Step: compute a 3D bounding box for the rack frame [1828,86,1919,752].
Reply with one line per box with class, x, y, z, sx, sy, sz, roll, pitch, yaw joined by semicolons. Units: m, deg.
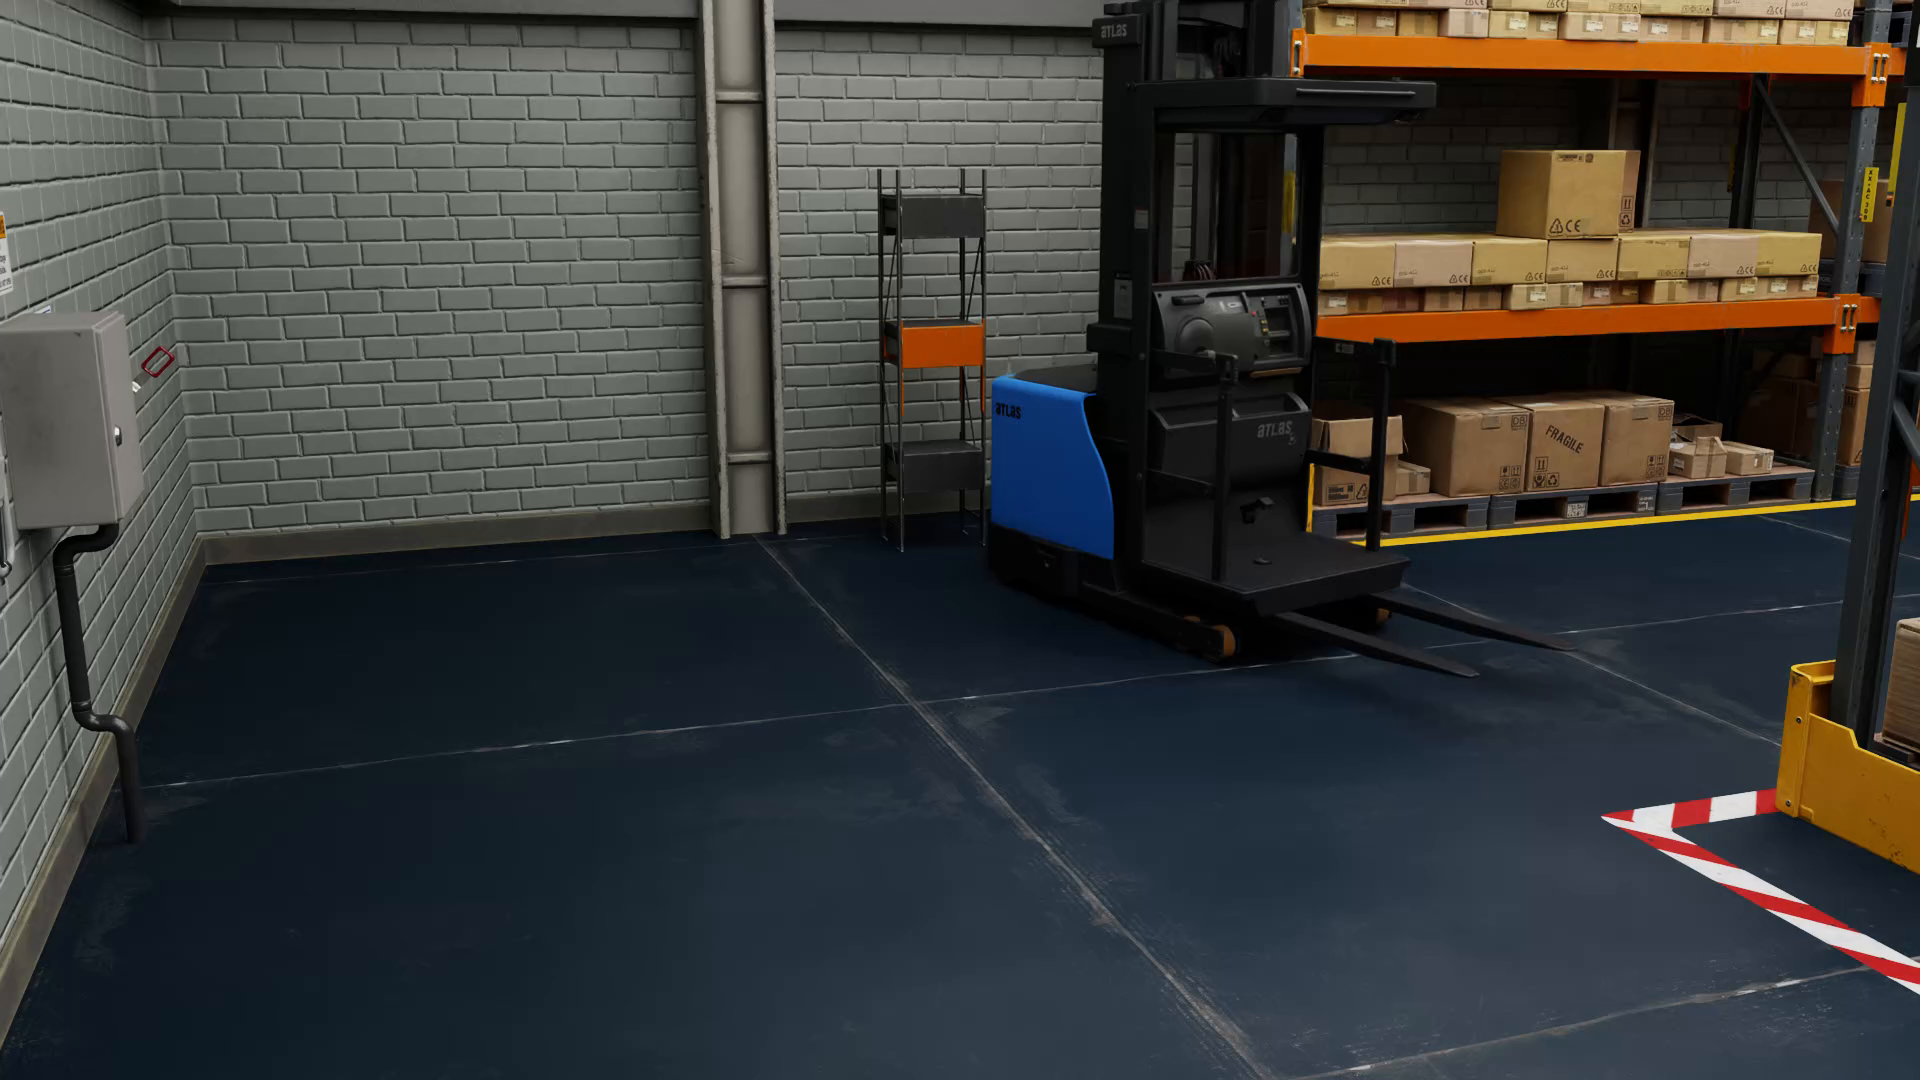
rack frame;3.175;-0.427;4.958;0.127;3.000;1.000;-4;14;-18

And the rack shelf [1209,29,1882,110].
rack shelf;3.484;-2.773;9.890;4.000;0.370;1.077;-4;14;-18

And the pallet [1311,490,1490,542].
pallet;2.415;-0.224;10.128;1.213;0.211;1.003;-4;14;-18

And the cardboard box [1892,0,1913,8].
cardboard box;5.789;-3.336;10.122;0.250;0.149;0.380;-4;14;-17

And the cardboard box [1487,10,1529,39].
cardboard box;2.968;-2.882;9.340;0.250;0.149;0.380;-4;14;-18

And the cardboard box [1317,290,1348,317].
cardboard box;1.987;-1.358;9.412;0.250;0.149;0.380;-5;14;-18

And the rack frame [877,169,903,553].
rack frame;-0.388;-0.991;9.273;0.015;2.100;0.400;-4;14;-18

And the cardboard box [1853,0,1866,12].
cardboard box;5.644;-3.439;10.554;0.250;0.149;0.380;-4;14;-18

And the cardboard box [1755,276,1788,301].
cardboard box;4.918;-1.586;10.371;0.250;0.149;0.380;-4;14;-17

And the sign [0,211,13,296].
sign;-2.872;-0.852;4.958;0.001;0.242;0.339;-4;14;-18

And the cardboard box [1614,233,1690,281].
cardboard box;4.027;-1.718;10.063;0.500;0.250;0.500;-5;14;-18

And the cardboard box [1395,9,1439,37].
cardboard box;2.453;-2.866;9.269;0.250;0.149;0.380;-4;14;-18

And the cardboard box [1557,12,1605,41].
cardboard box;3.448;-2.917;9.486;0.250;0.149;0.380;-4;14;-18

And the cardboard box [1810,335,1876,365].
cardboard box;5.785;-1.241;10.828;0.250;0.149;0.380;-5;14;-19

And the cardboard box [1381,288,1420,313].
cardboard box;2.451;-1.414;9.647;0.250;0.149;0.380;-5;14;-19

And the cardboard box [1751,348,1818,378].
cardboard box;5.636;-1.205;11.320;0.250;0.149;0.380;-5;14;-20

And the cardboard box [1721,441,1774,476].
cardboard box;4.945;-0.523;10.612;0.250;0.149;0.380;-5;14;-20

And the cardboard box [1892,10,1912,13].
cardboard box;6.119;-3.484;10.745;0.250;0.149;0.380;-5;14;-20

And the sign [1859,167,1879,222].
sign;5.560;-2.114;10.177;0.005;0.325;0.100;-4;14;-18

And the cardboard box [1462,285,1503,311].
cardboard box;2.961;-1.440;9.756;0.250;0.149;0.380;-4;14;-17

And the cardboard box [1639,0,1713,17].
cardboard box;4.023;-3.176;9.711;0.500;0.250;0.500;-4;14;-17

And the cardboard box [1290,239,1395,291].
cardboard box;2.104;-1.562;9.409;0.500;0.250;0.500;-4;14;-18

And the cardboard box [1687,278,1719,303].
cardboard box;4.422;-1.548;10.212;0.250;0.149;0.380;-4;14;-17

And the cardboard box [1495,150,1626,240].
cardboard box;3.526;-2.038;9.788;0.500;0.500;0.500;-4;14;-17

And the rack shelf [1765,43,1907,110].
rack shelf;7.275;-3.068;11.131;4.000;0.370;1.077;-4;14;-18

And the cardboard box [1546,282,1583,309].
cardboard box;3.467;-1.466;9.866;0.250;0.149;0.380;-4;14;-17

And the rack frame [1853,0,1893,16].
rack frame;5.379;-4.730;10.080;0.127;3.000;1.000;-4;14;-18

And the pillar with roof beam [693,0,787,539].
pillar with roof beam;0.118;-3.489;4.864;0.400;9.000;9.100;-4;14;-18

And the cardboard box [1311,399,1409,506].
cardboard box;2.198;-0.530;9.876;0.637;0.503;0.797;-5;14;-20

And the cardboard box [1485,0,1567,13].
cardboard box;3.060;-3.097;9.379;0.500;0.250;0.500;-5;14;-20

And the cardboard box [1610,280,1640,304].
cardboard box;3.908;-1.529;10.130;0.250;0.149;0.380;-4;14;-17

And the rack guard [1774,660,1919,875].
rack guard;3.152;0.790;5.240;0.348;0.500;1.175;-4;14;-18

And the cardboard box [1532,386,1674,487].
cardboard box;4.005;-0.660;10.428;0.500;0.500;0.700;-5;14;-20

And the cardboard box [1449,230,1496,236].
cardboard box;3.395;-1.792;10.374;0.500;0.250;0.500;-4;14;-18

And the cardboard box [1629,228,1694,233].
cardboard box;4.351;-1.867;10.691;0.500;0.250;0.500;-5;14;-19

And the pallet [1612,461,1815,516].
pallet;4.728;-0.404;10.885;1.213;0.211;1.003;-4;14;-18

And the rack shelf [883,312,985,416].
rack shelf;-0.157;-0.996;9.352;0.480;0.518;0.431;-4;14;-18

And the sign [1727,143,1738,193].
sign;5.199;-2.496;11.151;0.005;0.325;0.100;-4;14;-18

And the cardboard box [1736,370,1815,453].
cardboard box;5.750;-0.900;11.440;0.500;0.500;0.500;-5;14;-18

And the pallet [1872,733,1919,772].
pallet;3.908;0.853;5.601;1.213;0.211;1.003;-4;14;-18

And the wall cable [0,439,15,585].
wall cable;-2.625;-0.811;4.373;0.122;1.984;0.588;-4;14;-18

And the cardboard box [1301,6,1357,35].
cardboard box;1.964;-2.825;9.100;0.250;0.149;0.380;-4;14;-17

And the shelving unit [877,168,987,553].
shelving unit;-0.157;-1.009;9.348;0.503;2.100;0.431;-4;14;-18

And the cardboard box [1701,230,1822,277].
cardboard box;4.974;-1.792;10.375;0.500;0.250;0.500;-4;14;-17

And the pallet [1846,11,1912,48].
pallet;6.020;-3.212;10.587;1.003;0.211;1.213;-4;14;-18

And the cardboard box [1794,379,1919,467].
cardboard box;5.909;-0.786;10.958;0.500;0.500;0.500;-4;14;-16

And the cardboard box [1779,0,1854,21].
cardboard box;5.002;-3.252;10.030;0.500;0.250;0.500;-4;14;-18

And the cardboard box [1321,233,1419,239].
cardboard box;2.429;-1.718;10.063;0.500;0.250;0.500;-4;14;-18

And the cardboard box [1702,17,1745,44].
cardboard box;4.408;-3.004;9.852;0.250;0.149;0.380;-5;14;-18

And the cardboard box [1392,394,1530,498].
cardboard box;3.021;-0.583;10.106;0.500;0.500;0.700;-4;14;-16

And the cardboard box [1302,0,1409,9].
cardboard box;2.096;-3.020;9.055;0.500;0.250;0.500;-5;14;-19

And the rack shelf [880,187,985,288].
rack shelf;-0.157;-1.677;9.190;0.480;0.518;0.431;-4;14;-18

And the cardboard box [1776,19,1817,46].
cardboard box;4.900;-3.039;10.000;0.250;0.149;0.380;-4;14;-18

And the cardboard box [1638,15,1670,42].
cardboard box;3.909;-2.971;9.712;0.250;0.149;0.380;-4;14;-17

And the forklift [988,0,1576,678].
forklift;1.395;-1.010;7.557;1.130;2.935;3.031;-9;16;-34

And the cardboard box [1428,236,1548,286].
cardboard box;3.061;-1.637;9.726;0.500;0.250;0.500;-5;14;-19
